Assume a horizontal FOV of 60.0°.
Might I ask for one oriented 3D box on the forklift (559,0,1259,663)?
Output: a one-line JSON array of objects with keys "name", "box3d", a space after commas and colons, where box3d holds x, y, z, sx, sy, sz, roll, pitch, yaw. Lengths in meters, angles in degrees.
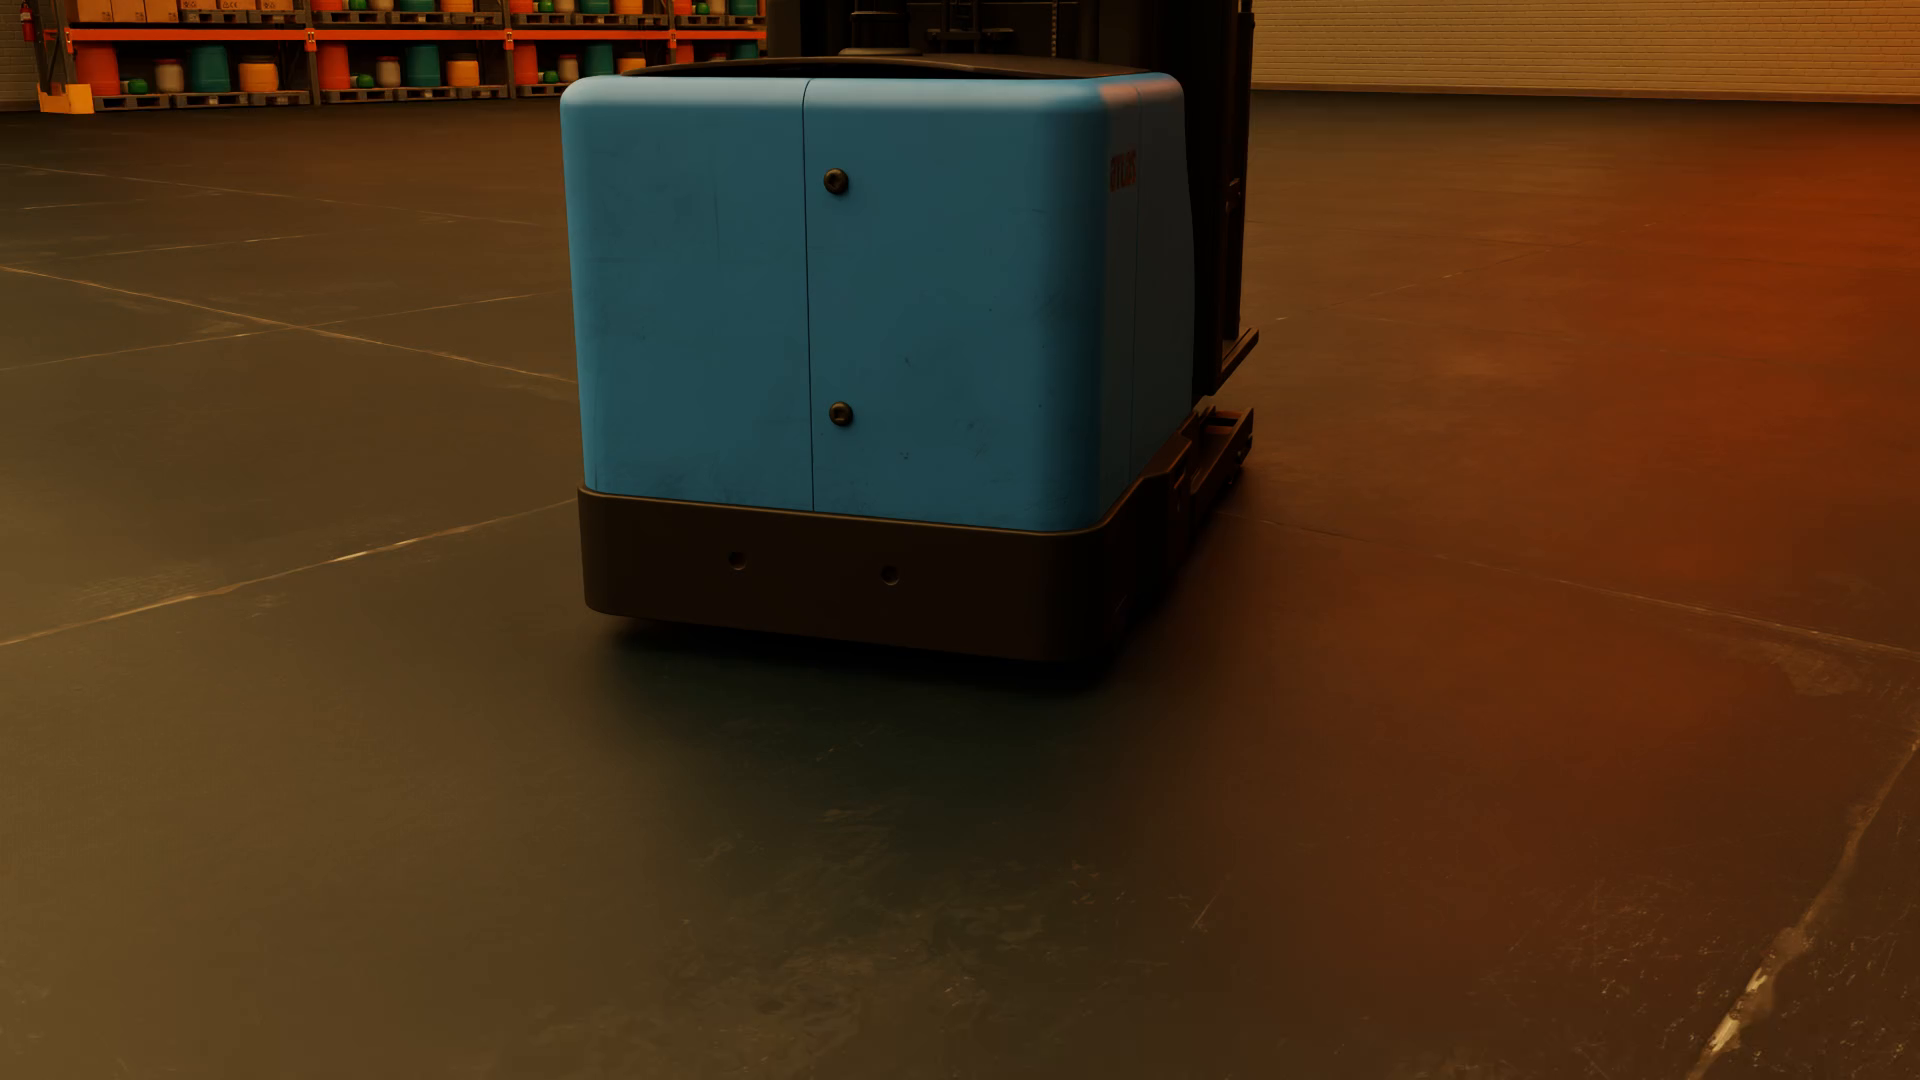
[{"name": "forklift", "box3d": [0.182, -1.571, 4.072, 1.130, 2.935, 3.031, 5, 18, 17]}]
